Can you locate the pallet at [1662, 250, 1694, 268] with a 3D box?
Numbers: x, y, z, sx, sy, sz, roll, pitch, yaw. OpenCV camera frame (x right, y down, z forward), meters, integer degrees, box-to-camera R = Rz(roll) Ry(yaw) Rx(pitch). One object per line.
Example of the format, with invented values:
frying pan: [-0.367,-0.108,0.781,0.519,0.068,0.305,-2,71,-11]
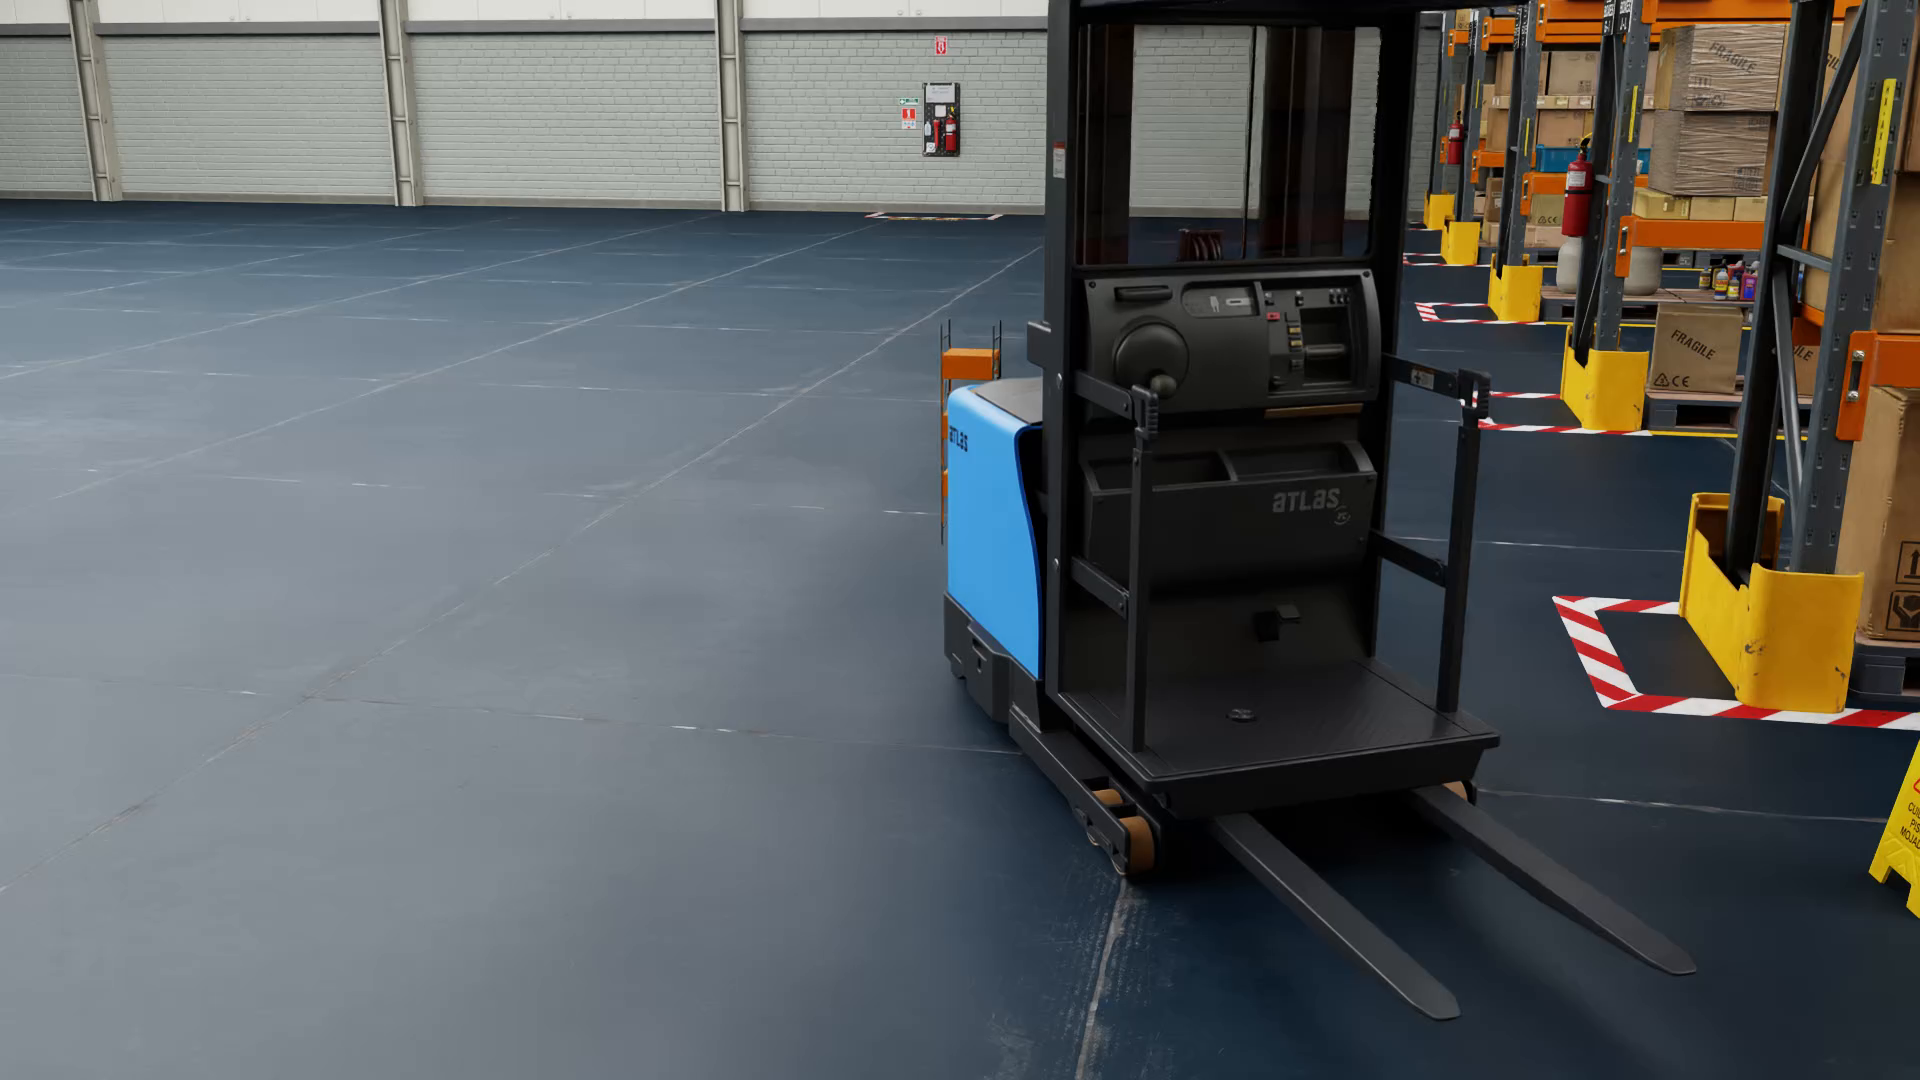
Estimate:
pallet: [8.085,-3.441,20.019,1.213,0.211,1.003,3,16,11]

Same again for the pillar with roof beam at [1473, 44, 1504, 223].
pillar with roof beam: [7.119,-8.130,20.486,0.400,9.000,9.100,3,16,11]

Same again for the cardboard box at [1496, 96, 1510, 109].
cardboard box: [6.477,-5.164,19.612,0.250,0.149,0.380,3,16,11]

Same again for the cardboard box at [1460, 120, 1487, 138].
cardboard box: [7.533,-6.005,24.293,0.500,0.250,0.500,3,16,9]

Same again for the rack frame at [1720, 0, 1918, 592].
rack frame: [3.070,-0.997,5.971,0.127,3.000,1.000,3,16,11]

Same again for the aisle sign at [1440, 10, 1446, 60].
aisle sign: [6.988,-7.354,24.053,0.004,0.787,0.394,3,16,11]

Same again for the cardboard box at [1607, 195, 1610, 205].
cardboard box: [7.599,-3.983,19.710,0.500,0.500,0.500,3,16,11]

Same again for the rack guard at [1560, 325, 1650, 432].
rack guard: [4.232,-1.080,10.955,0.348,0.500,1.175,3,16,11]

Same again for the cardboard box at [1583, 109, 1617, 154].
cardboard box: [7.591,-4.846,19.679,0.500,0.500,0.700,3,16,11]

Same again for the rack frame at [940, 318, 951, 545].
rack frame: [-0.067,-0.510,7.865,0.008,1.050,0.200,3,16,11]

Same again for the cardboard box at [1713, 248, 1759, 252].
cardboard box: [9.069,-3.541,19.522,0.500,0.250,0.500,3,16,11]

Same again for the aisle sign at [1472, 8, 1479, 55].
aisle sign: [6.010,-6.056,19.367,0.004,0.787,0.394,3,16,11]

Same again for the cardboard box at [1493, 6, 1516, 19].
cardboard box: [7.916,-7.559,23.816,0.500,0.500,0.500,4,16,15]

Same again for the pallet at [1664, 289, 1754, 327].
pallet: [7.215,-2.139,15.318,1.213,0.211,1.003,3,16,11]

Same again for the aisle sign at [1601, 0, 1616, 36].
aisle sign: [4.156,-3.624,10.584,0.004,0.787,0.394,3,16,11]

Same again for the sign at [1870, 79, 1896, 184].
sign: [2.953,-1.307,5.322,0.005,0.325,0.100,3,16,11]

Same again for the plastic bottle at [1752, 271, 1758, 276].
plastic bottle: [7.402,-2.403,15.467,0.097,0.201,0.097,0,15,0]

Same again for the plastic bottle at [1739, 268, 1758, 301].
plastic bottle: [7.077,-2.293,14.914,0.133,0.283,0.061,3,16,12]

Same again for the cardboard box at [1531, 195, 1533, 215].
cardboard box: [8.337,-5.002,24.642,0.500,0.311,0.500,4,16,16]

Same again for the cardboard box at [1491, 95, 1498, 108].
cardboard box: [6.547,-5.270,19.997,0.250,0.149,0.380,3,16,10]

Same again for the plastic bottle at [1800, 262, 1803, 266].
plastic bottle: [7.754,-2.491,15.505,0.185,0.351,0.144,3,16,11]

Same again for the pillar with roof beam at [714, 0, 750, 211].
pillar with roof beam: [-4.640,-8.769,22.790,0.400,9.000,9.100,3,16,11]

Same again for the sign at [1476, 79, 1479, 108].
sign: [6.019,-5.191,19.342,0.005,0.325,0.100,3,16,11]

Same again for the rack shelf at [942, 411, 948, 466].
rack shelf: [0.052,-0.493,7.844,0.240,0.259,0.215,3,16,11]

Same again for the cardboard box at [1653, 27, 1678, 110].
cardboard box: [4.746,-2.998,10.577,0.500,0.500,0.500,3,16,11]

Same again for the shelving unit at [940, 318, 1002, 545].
shelving unit: [0.052,-0.503,7.842,0.252,1.050,0.215,3,16,11]

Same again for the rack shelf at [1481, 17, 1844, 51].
rack shelf: [8.095,-5.873,19.302,4.000,0.370,1.077,3,16,11]

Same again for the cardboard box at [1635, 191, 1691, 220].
cardboard box: [4.389,-2.090,10.390,0.250,0.149,0.380,3,16,11]

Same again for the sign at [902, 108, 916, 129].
sign: [-0.838,-6.899,27.214,0.234,0.329,0.001,3,16,11]

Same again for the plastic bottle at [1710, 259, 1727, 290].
plastic bottle: [7.150,-2.503,15.674,0.133,0.283,0.061,4,16,12]

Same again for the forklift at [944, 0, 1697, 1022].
forklift: [0.869,-0.598,4.661,1.130,2.935,3.031,-5,16,-17]

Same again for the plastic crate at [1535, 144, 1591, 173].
plastic crate: [5.694,-3.565,15.520,0.616,0.251,0.499,3,16,11]

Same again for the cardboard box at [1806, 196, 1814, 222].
cardboard box: [5.121,-2.047,10.233,0.250,0.149,0.380,3,16,11]

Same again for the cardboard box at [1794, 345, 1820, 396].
cardboard box: [5.358,-1.226,10.696,0.500,0.500,0.500,8,17,26]

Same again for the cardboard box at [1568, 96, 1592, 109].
cardboard box: [7.227,-5.123,19.464,0.250,0.149,0.380,3,16,10]

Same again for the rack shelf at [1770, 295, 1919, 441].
rack shelf: [5.030,-0.544,5.683,4.000,0.370,1.077,3,16,11]

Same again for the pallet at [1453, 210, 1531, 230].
pallet: [7.982,-4.776,24.838,1.213,0.211,1.003,3,16,11]

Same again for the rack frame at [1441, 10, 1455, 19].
rack frame: [7.119,-9.067,23.869,0.127,3.000,1.000,3,16,11]

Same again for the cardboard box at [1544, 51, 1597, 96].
cardboard box: [7.158,-5.496,19.596,0.500,0.500,0.700,3,16,10]

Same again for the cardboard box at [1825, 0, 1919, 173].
cardboard box: [3.426,-1.560,5.699,0.550,0.550,0.875,3,16,11]

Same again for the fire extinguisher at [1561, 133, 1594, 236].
fire extinguisher: [4.137,-2.378,11.104,0.183,0.674,0.296,3,16,11]

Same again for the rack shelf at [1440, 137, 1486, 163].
rack shelf: [9.078,-5.723,24.382,4.000,0.370,1.077,3,16,11]

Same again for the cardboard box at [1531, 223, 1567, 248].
cardboard box: [7.107,-3.645,19.896,0.500,0.250,0.500,3,16,11]
